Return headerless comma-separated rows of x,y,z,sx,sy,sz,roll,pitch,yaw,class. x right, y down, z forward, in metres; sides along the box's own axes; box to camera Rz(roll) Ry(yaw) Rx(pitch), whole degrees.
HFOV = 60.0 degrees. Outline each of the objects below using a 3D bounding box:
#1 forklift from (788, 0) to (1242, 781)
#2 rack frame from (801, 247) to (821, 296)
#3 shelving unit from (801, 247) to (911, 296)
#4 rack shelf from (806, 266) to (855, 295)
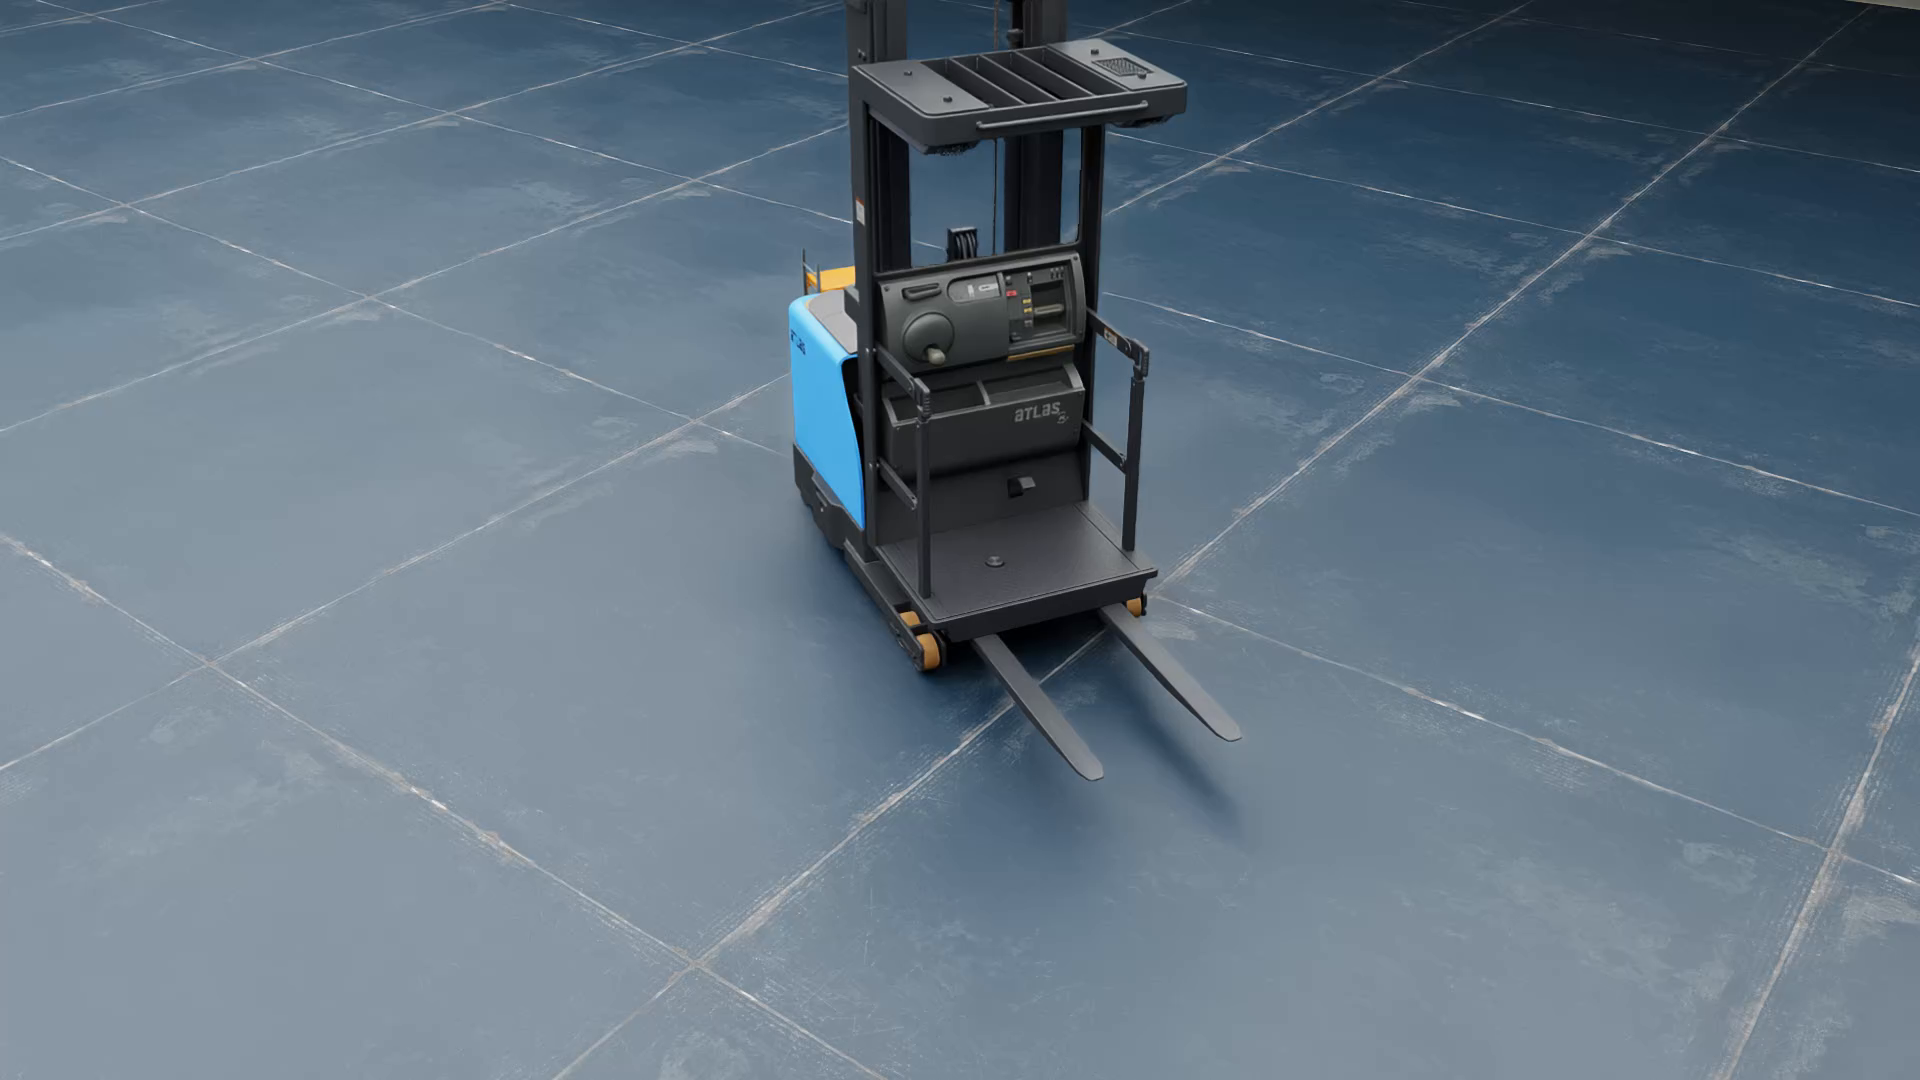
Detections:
0.195,-0.936,6.954,1.130,2.935,3.031,-13,33,-20,forklift
-0.747,-0.903,8.597,0.015,1.200,0.240,-13,33,-21,rack frame
-0.524,-0.954,8.682,0.503,1.200,0.258,-13,33,-21,shelving unit
-0.524,-1.292,8.482,0.480,0.148,0.258,-13,33,-21,rack shelf
